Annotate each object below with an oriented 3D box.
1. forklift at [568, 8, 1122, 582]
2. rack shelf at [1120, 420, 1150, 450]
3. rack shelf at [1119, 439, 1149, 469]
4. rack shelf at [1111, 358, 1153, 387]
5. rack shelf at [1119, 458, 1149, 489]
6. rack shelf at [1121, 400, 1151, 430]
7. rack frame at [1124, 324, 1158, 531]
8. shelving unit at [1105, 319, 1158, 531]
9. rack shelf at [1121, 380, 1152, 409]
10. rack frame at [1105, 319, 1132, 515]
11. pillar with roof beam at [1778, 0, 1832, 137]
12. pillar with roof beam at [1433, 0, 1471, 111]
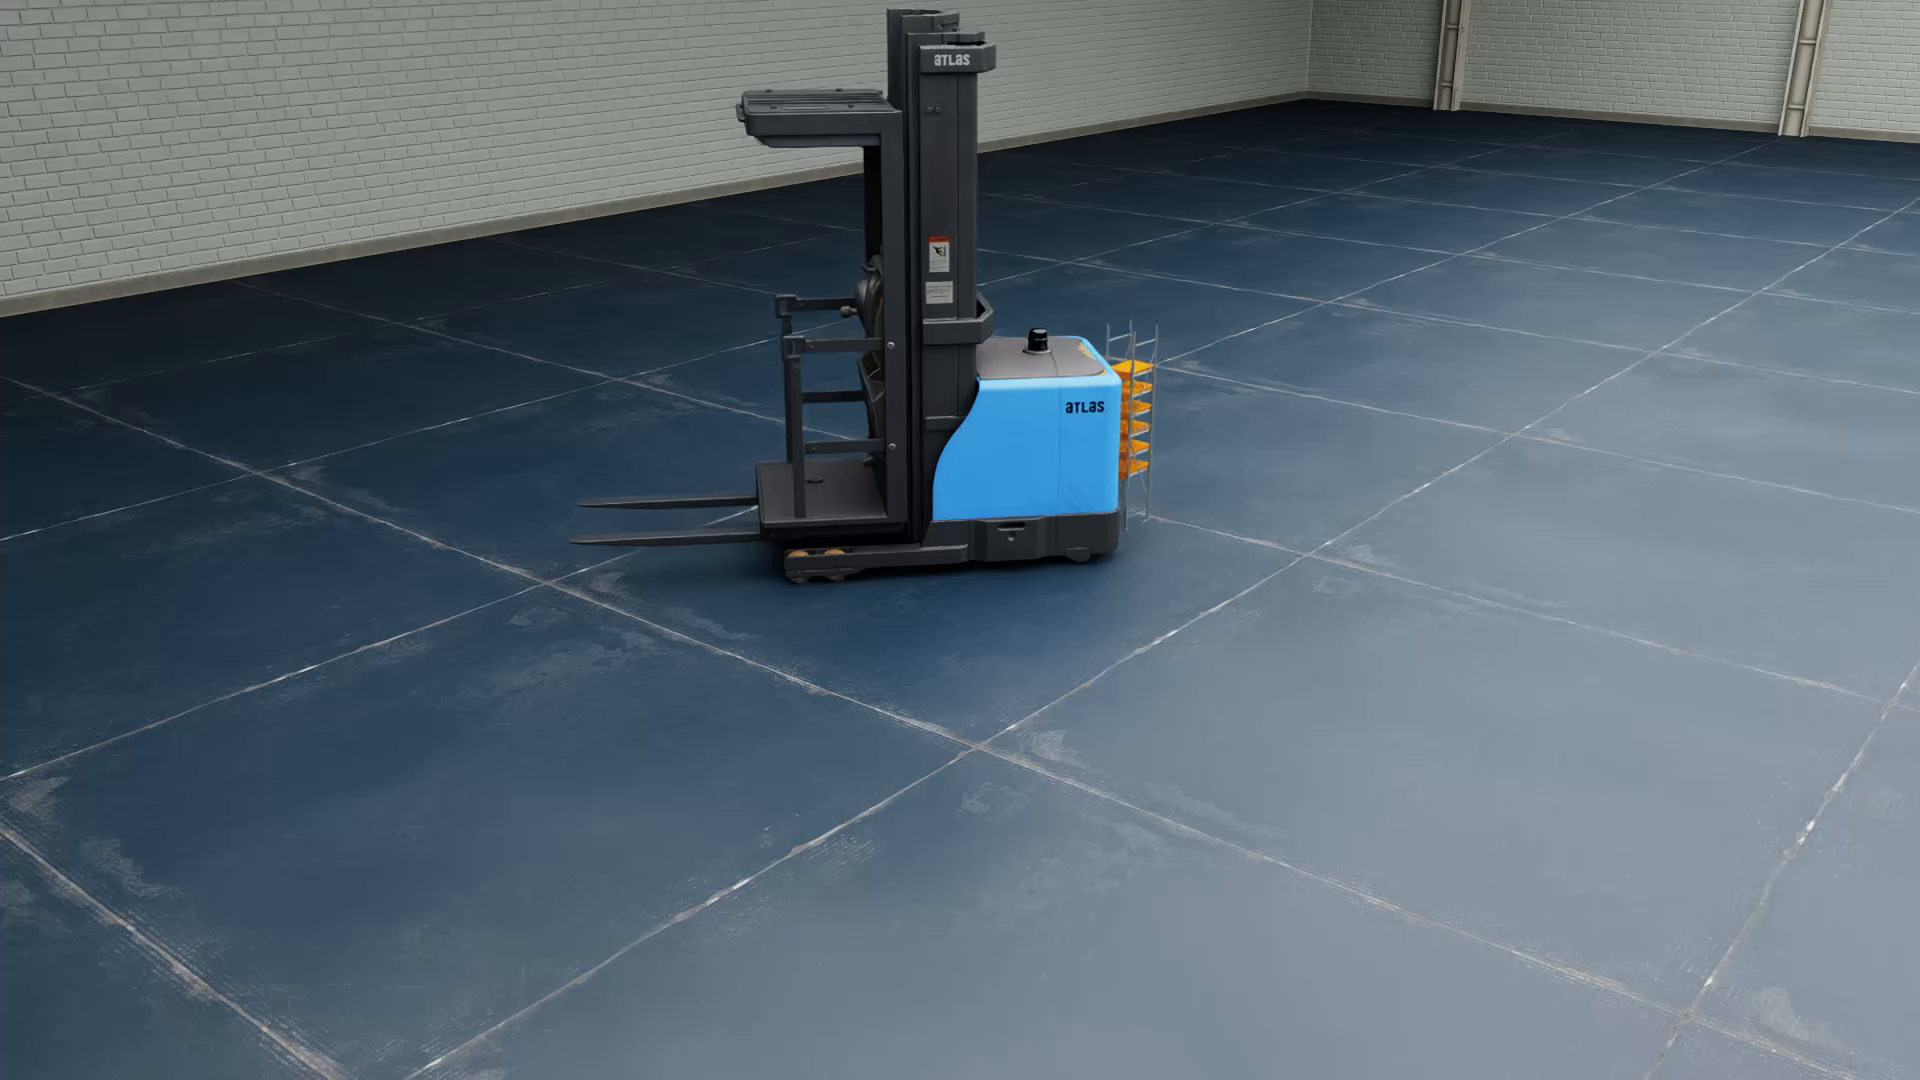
[{"bbox_3d":[-0.668,-1.342,9.072,3.031,2.935,1.130,-3,21,-8],"label":"forklift"},{"bbox_3d":[0.984,-0.626,9.751,0.180,0.103,0.258,18,27,38],"label":"rack shelf"},{"bbox_3d":[0.983,-0.514,9.794,0.180,0.103,0.258,18,27,38],"label":"rack shelf"},{"bbox_3d":[0.986,-0.962,9.623,0.180,0.103,0.258,18,27,38],"label":"rack shelf"},{"bbox_3d":[0.983,-0.402,9.837,0.180,0.103,0.258,18,27,38],"label":"rack shelf"},{"bbox_3d":[0.984,-0.738,9.708,0.180,0.103,0.258,18,27,38],"label":"rack shelf"},{"bbox_3d":[1.053,-0.645,9.679,0.006,1.200,0.240,18,27,38],"label":"rack frame"},{"bbox_3d":[0.984,-0.667,9.735,0.189,1.200,0.258,18,27,38],"label":"shelving unit"},{"bbox_3d":[0.985,-0.850,9.665,0.180,0.103,0.258,18,27,38],"label":"rack shelf"},{"bbox_3d":[0.915,-0.689,9.792,0.006,1.200,0.240,18,27,38],"label":"rack frame"},{"bbox_3d":[10.950,-9.681,22.588,0.400,9.000,9.100,16,26,36],"label":"pillar with roof beam"},{"bbox_3d":[6.302,-11.020,26.137,0.400,9.000,9.100,16,26,36],"label":"pillar with roof beam"}]
